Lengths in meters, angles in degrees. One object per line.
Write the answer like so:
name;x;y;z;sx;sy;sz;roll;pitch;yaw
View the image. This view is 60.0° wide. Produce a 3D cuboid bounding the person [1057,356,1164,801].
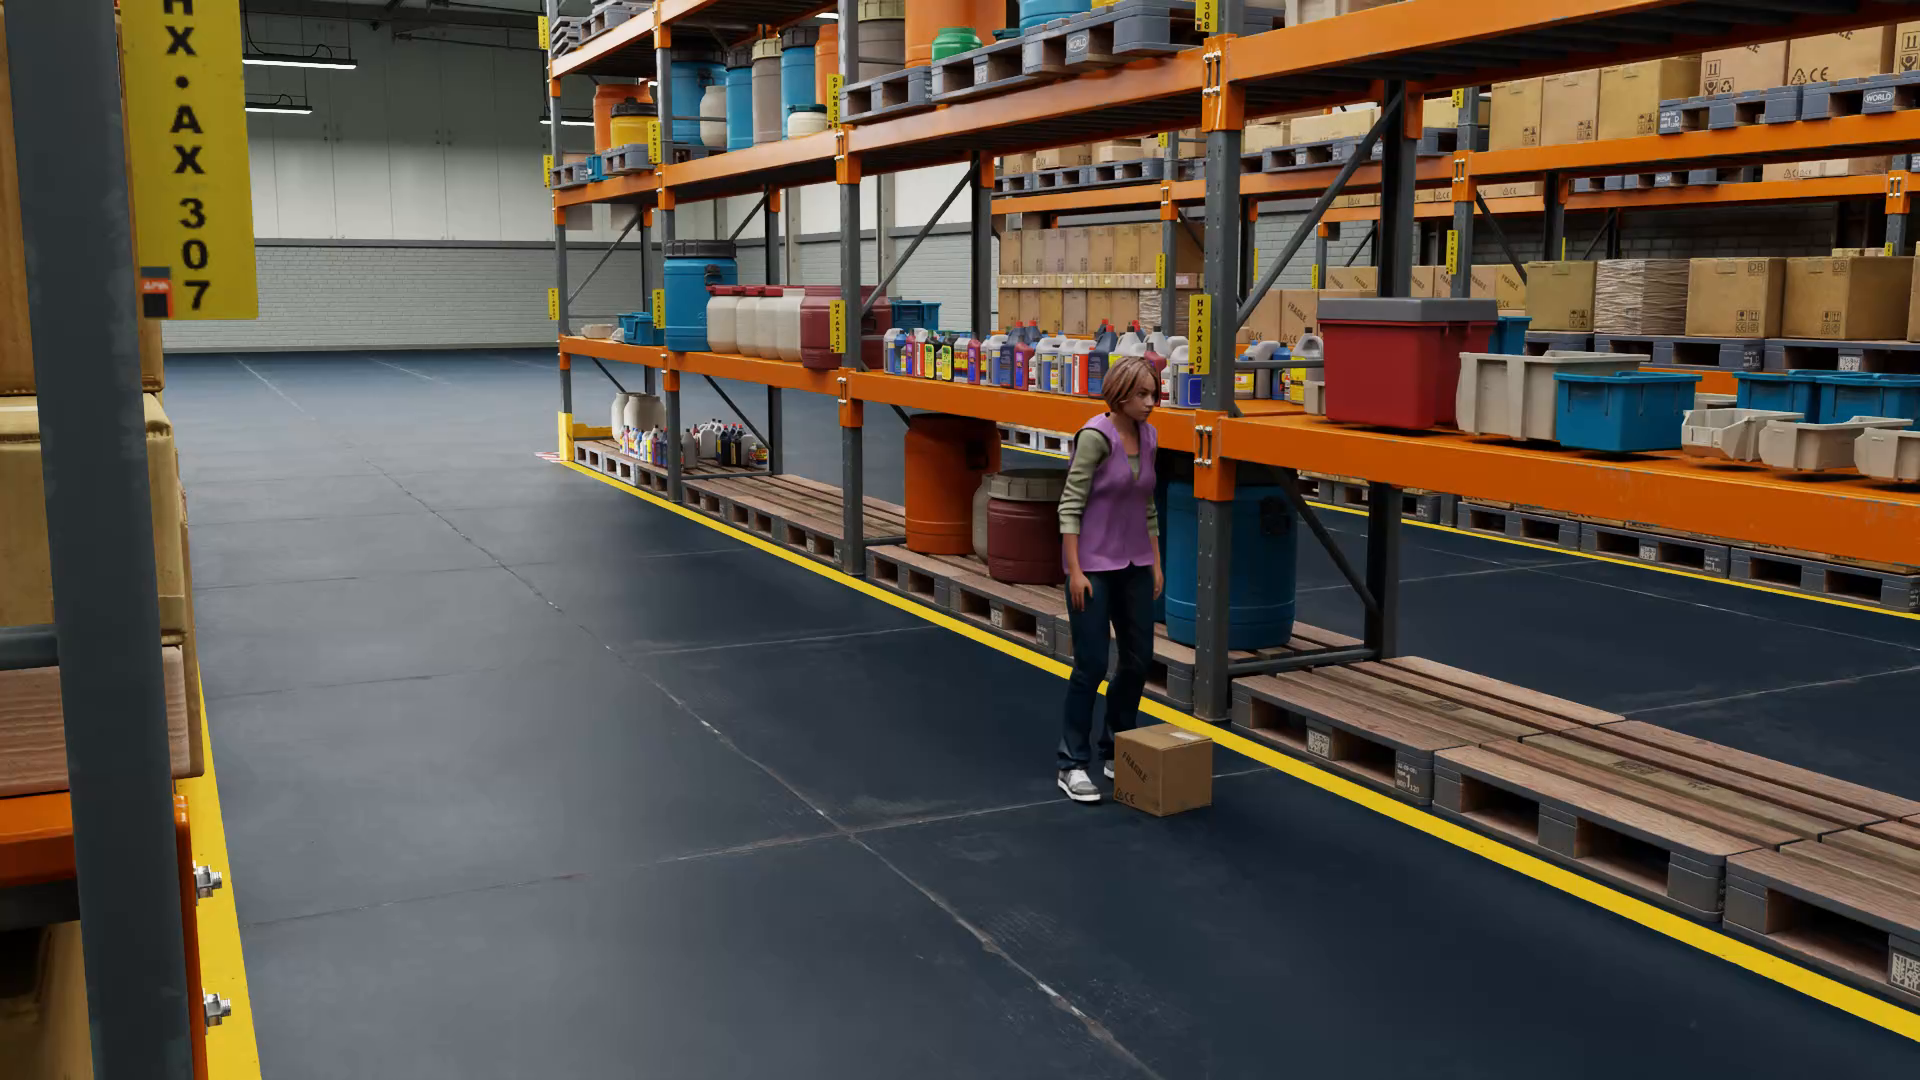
person;0.553;0.132;6.069;0.481;1.580;0.346;-7;11;-37
